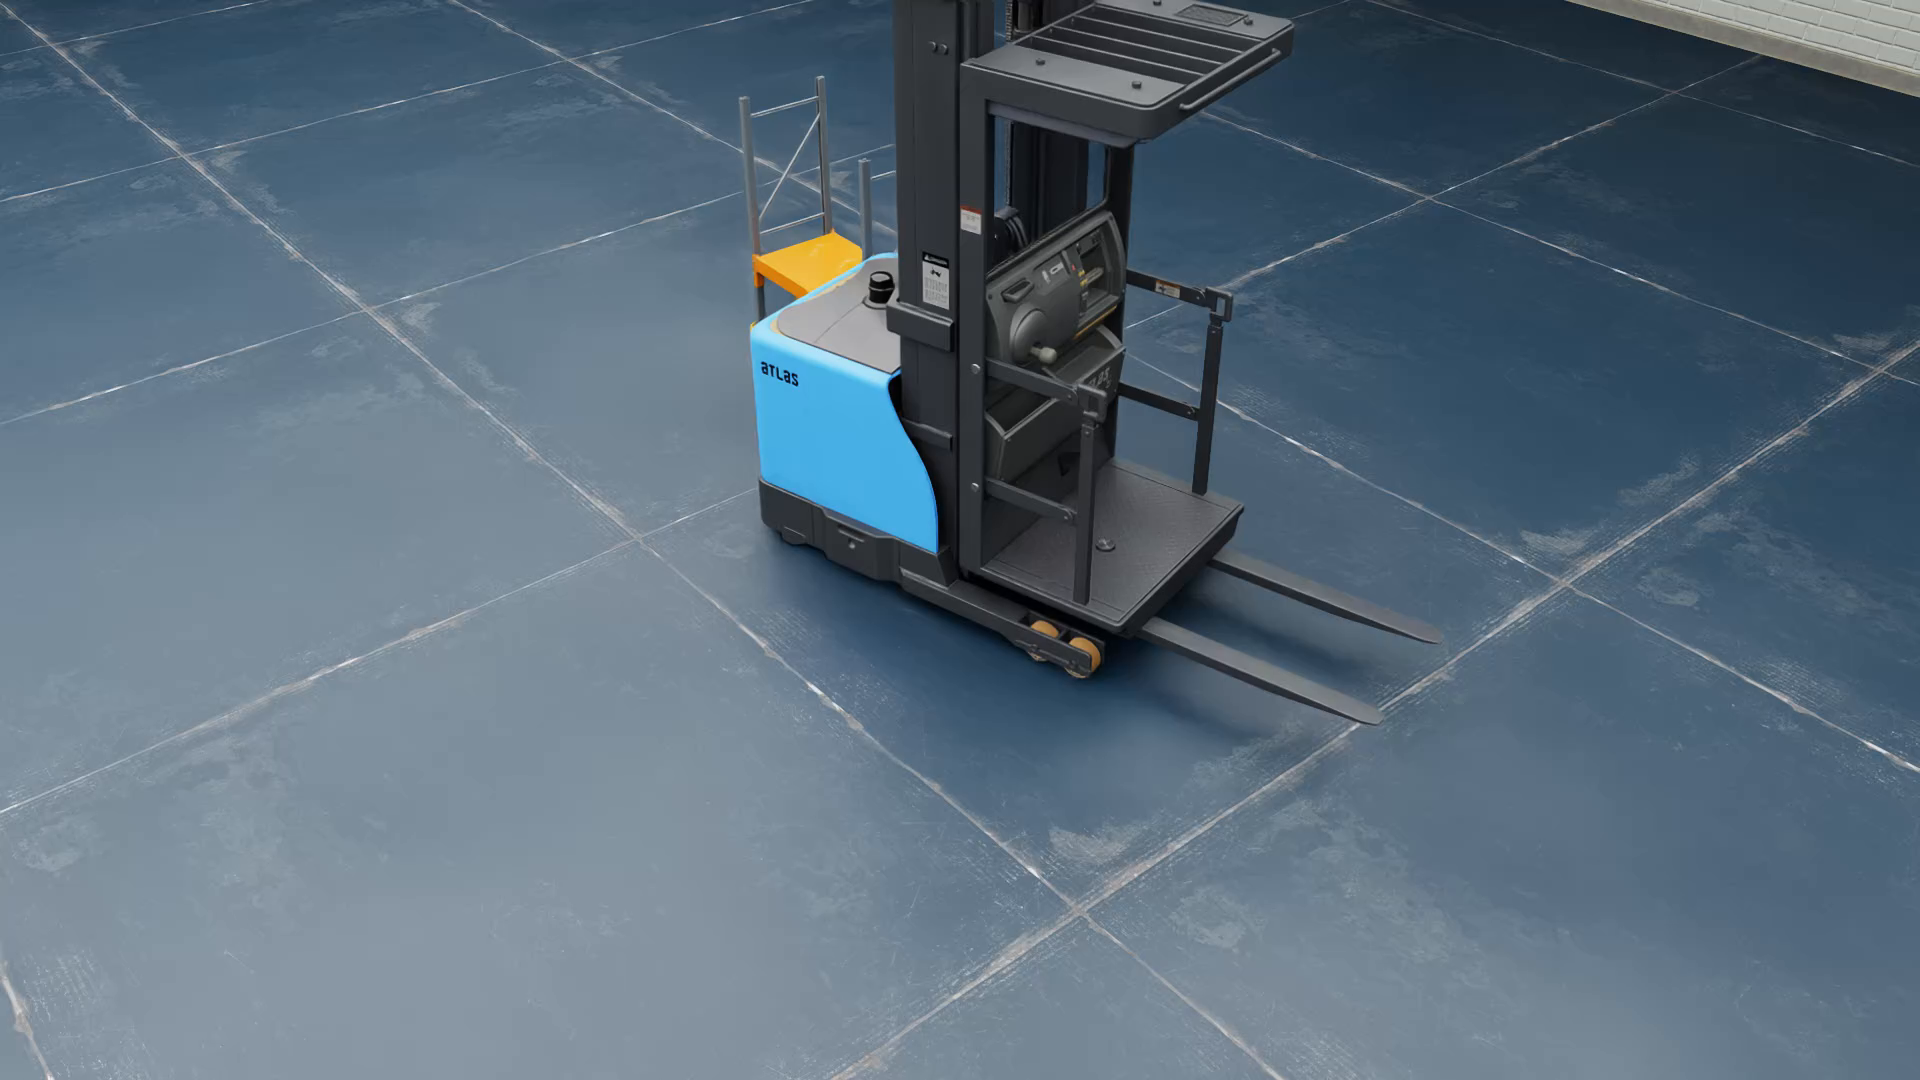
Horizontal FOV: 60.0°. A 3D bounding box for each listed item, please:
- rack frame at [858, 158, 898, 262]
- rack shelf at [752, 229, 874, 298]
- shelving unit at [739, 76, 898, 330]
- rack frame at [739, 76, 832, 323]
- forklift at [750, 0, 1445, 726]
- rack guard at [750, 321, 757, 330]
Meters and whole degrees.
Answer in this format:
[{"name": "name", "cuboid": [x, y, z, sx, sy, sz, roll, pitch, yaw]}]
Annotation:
[{"name": "rack frame", "cuboid": [-0.260, -1.207, 8.157, 0.500, 1.500, 0.032, -25, 42, -31]}, {"name": "rack shelf", "cuboid": [-0.577, -1.290, 8.585, 0.538, 0.185, 1.000, -25, 42, -31]}, {"name": "shelving unit", "cuboid": [-0.571, -1.433, 8.475, 0.587, 1.500, 1.083, -25, 42, -31]}, {"name": "rack frame", "cuboid": [-0.894, -1.667, 8.806, 0.500, 1.500, 0.032, -25, 42, -31]}, {"name": "forklift", "cuboid": [0.564, -0.971, 6.586, 3.031, 2.935, 1.130, 22, 41, 28]}, {"name": "rack guard", "cuboid": [-0.881, -1.148, 9.155, 0.587, 0.250, 0.087, -25, 42, -31]}]
